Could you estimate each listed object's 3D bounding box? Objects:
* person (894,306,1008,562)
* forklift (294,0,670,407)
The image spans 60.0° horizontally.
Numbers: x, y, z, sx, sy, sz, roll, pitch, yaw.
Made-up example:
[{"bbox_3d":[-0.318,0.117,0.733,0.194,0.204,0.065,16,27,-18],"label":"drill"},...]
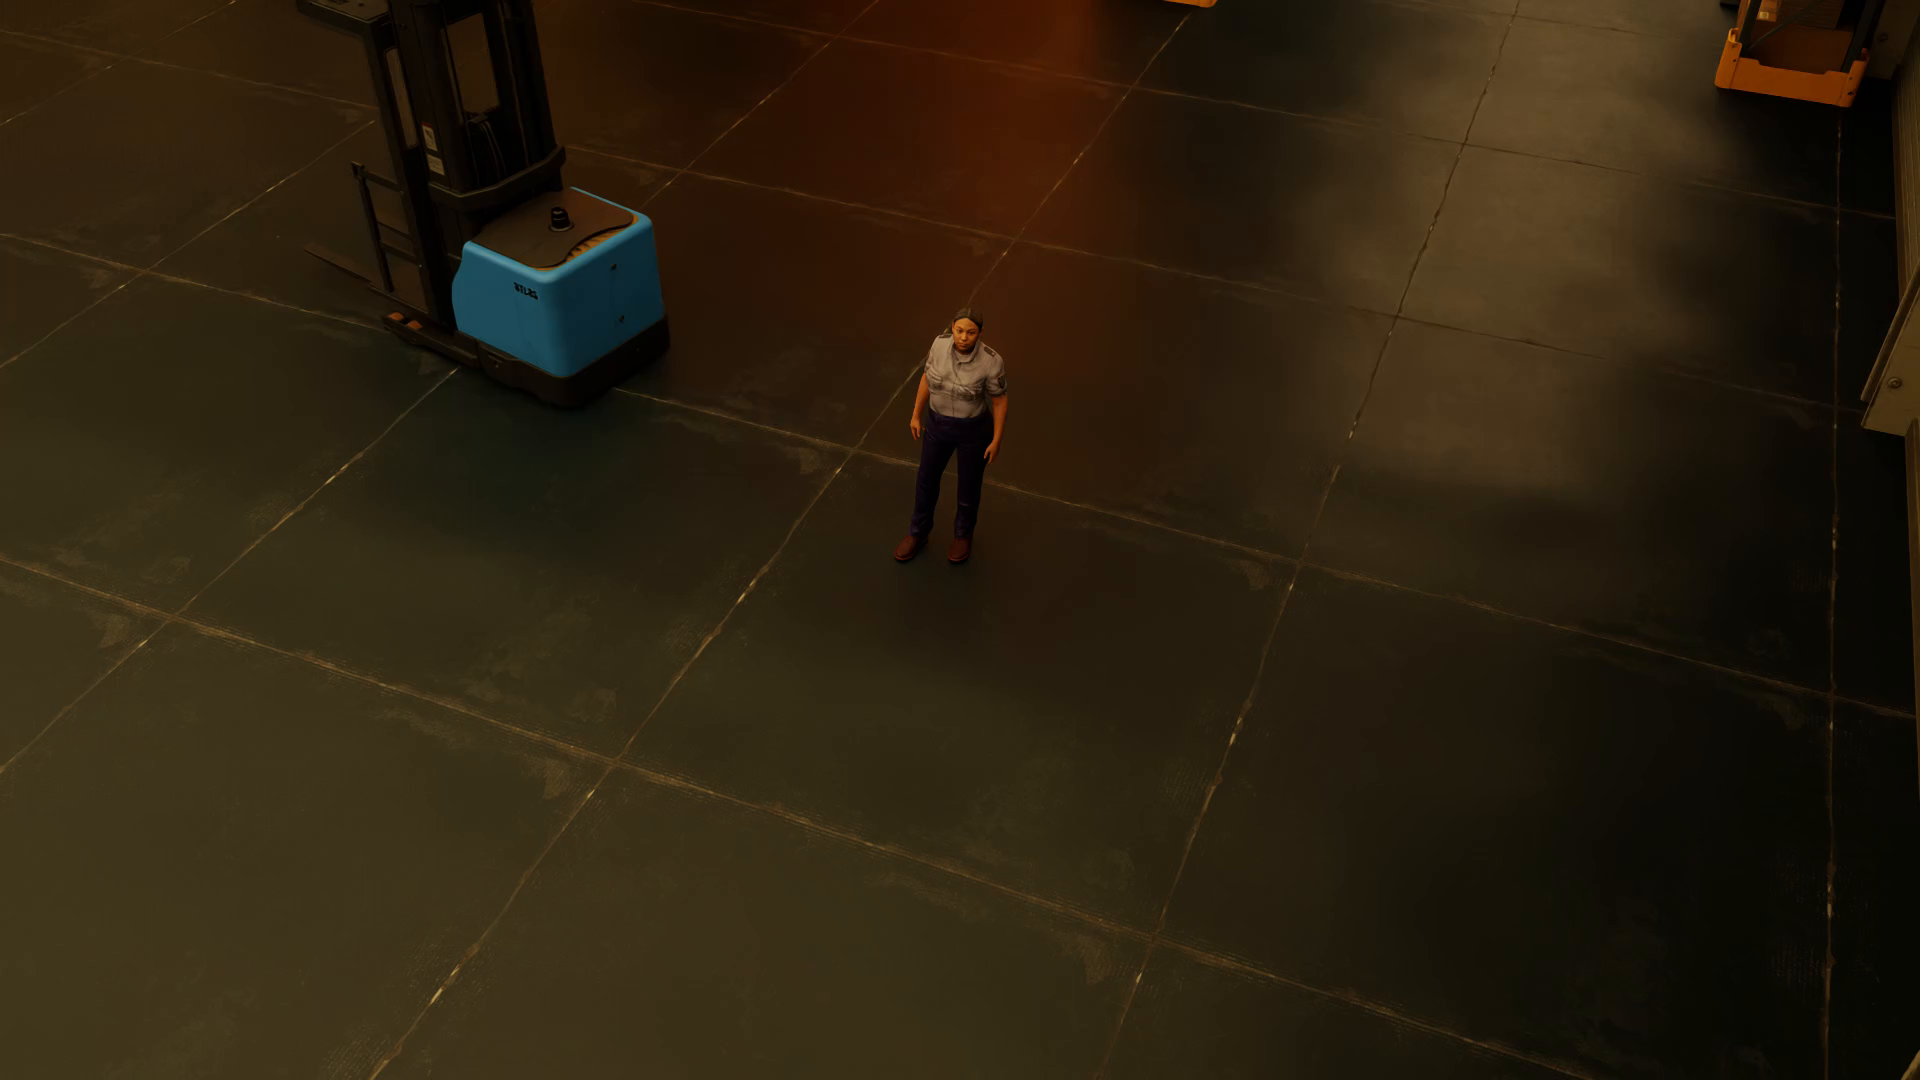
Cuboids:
[{"bbox_3d":[-0.056,-0.589,9.699,0.598,1.651,0.502,15,42,17],"label":"person"},{"bbox_3d":[-3.559,-2.782,11.329,3.031,2.935,1.130,25,46,27],"label":"forklift"}]
